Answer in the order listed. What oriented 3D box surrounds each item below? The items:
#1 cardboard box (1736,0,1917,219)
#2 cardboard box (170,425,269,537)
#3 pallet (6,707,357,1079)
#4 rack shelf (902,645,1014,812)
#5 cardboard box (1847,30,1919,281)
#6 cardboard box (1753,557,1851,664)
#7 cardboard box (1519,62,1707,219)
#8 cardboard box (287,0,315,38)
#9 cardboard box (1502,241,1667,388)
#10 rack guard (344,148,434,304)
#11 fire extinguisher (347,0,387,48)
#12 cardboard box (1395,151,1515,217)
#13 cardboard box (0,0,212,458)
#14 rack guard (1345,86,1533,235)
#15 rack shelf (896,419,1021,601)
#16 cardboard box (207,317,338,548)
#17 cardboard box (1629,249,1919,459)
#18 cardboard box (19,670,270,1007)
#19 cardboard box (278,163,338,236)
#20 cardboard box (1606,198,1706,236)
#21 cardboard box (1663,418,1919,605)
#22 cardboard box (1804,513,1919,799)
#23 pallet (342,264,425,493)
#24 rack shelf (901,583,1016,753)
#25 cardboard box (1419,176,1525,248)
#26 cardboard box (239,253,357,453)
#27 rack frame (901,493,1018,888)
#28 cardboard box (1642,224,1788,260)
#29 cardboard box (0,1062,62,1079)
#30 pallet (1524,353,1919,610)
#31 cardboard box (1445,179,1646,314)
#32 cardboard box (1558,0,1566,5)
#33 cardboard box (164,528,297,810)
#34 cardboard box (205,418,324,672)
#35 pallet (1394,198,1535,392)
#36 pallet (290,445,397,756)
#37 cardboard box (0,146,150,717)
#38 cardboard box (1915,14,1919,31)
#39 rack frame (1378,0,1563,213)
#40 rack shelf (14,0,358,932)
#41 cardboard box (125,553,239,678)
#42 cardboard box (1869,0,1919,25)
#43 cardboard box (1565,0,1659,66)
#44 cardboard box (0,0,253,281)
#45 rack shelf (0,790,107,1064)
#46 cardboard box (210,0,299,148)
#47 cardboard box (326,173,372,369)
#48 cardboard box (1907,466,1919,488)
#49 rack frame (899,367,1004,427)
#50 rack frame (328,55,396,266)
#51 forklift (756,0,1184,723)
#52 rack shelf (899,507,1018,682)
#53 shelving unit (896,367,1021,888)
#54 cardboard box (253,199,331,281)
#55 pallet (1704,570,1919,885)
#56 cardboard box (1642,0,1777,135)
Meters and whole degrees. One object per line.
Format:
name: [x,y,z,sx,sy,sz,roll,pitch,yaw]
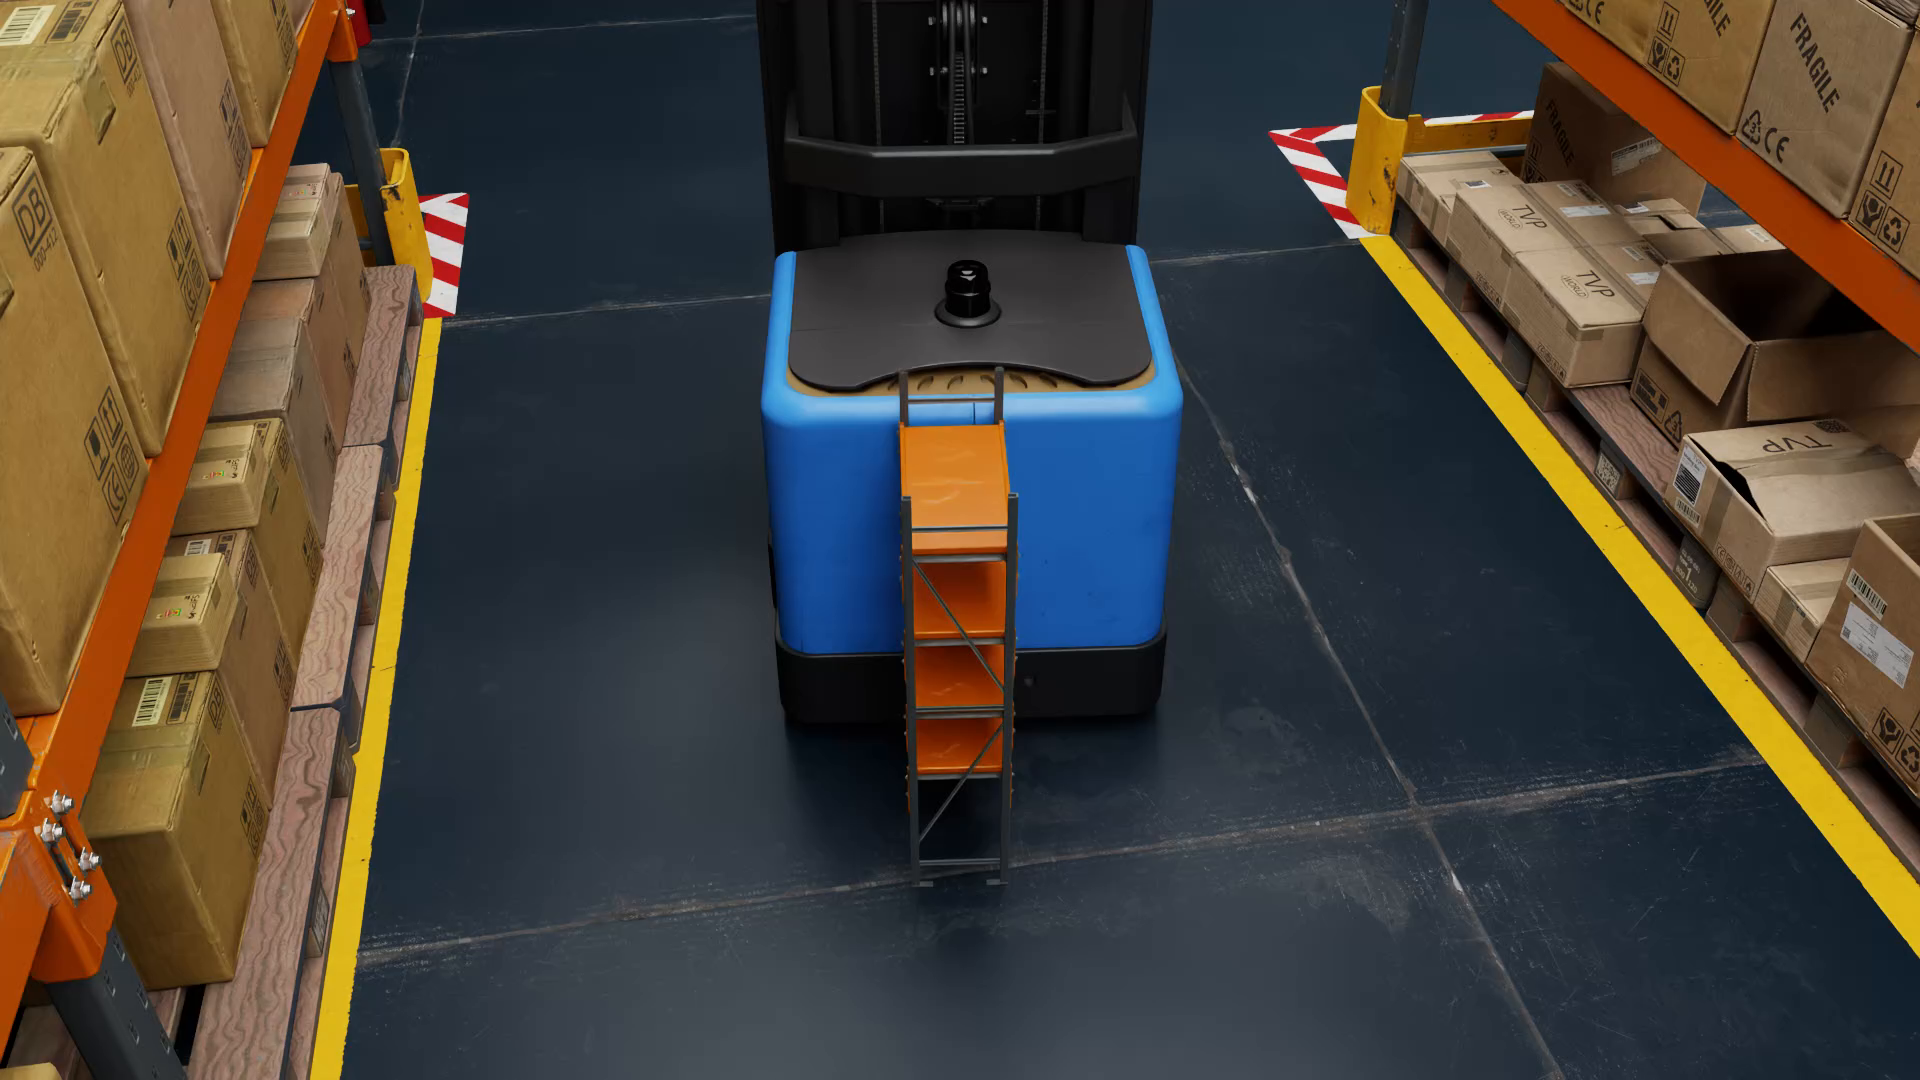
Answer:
cardboard box: [2.401,-1.171,4.230,0.500,0.500,0.500,-5,38,-7]
cardboard box: [-1.954,-0.140,4.151,0.380,0.149,0.250,-7,38,-9]
pallet: [-2.008,0.933,3.877,1.003,0.211,1.213,-6,38,-8]
rack shelf: [-0.010,0.445,4.133,0.258,0.148,0.480,-1,38,-2]
cardboard box: [2.493,-0.861,3.831,0.500,0.500,0.500,-5,38,-7]
cardboard box: [2.421,0.183,4.535,0.380,0.149,0.250,-6,38,-8]
cardboard box: [2.561,-1.536,6.461,0.500,0.500,0.500,-6,38,-8]
cardboard box: [-2.553,-1.928,5.042,0.980,0.700,0.700,-5,38,-6]
cardboard box: [2.215,-0.776,5.687,0.500,0.250,0.500,-6,38,-8]
rack guard: [-2.657,-1.144,6.315,1.175,0.500,0.348,-6,38,-8]
fire extinguisher: [-2.225,-2.079,5.849,0.296,0.674,0.183,-6,38,-8]
cardboard box: [1.959,-1.410,6.585,0.380,0.149,0.250,-6,38,-8]
cardboard box: [-2.153,-0.590,3.320,0.980,0.700,0.700,-7,38,-9]
rack guard: [2.237,-1.618,6.926,1.175,0.500,0.348,-6,38,-8]
rack shelf: [-0.010,-0.075,3.729,0.258,0.148,0.480,-1,38,-2]
cardboard box: [-2.255,-0.277,4.857,0.700,0.500,0.500,-7,38,-9]
cardboard box: [2.590,-0.558,5.199,0.797,0.503,0.637,-6,38,-8]
cardboard box: [-1.982,0.658,3.653,0.700,0.500,0.500,-6,38,-7]
cardboard box: [-2.230,-1.081,5.363,0.380,0.149,0.250,-7,38,-8]
cardboard box: [2.544,-1.150,6.236,0.380,0.166,0.250,-6,38,-8]
cardboard box: [2.414,-0.114,4.785,0.500,0.311,0.500,-6,38,-8]
cardboard box: [2.546,0.264,4.144,0.500,0.500,0.500,-6,38,-8]
pallet: [-2.435,-0.541,5.774,1.003,0.211,1.213,-6,38,-8]
rack shelf: [-0.010,0.288,4.011,0.258,0.148,0.480,-1,38,-2]
cardboard box: [2.003,-1.266,6.385,0.380,0.166,0.250,-6,38,-8]
cardboard box: [-2.344,-0.581,5.248,0.700,0.500,0.500,-6,38,-8]
rack frame: [0.000,0.384,3.777,0.240,1.200,0.015,-1,38,-2]
cardboard box: [2.698,-0.860,5.795,0.500,0.250,0.500,-6,38,-8]
cardboard box: [-1.709,1.361,2.463,0.750,0.750,0.750,-6,38,-7]
pallet: [2.588,-0.288,5.448,1.003,0.211,1.213,-6,38,-8]
cardboard box: [2.127,-1.078,6.076,0.500,0.250,0.500,-6,38,-8]
cardboard box: [2.137,-2.084,5.405,0.500,0.500,0.500,-7,38,-8]
cardboard box: [-2.066,0.354,4.044,0.700,0.500,0.500,-7,38,-8]
cardboard box: [-2.154,0.044,4.443,0.700,0.500,0.500,-5,38,-7]
pallet: [2.378,-1.023,6.395,1.003,0.211,1.213,-6,38,-8]
pallet: [-2.225,0.195,4.827,1.003,0.211,1.213,-6,38,-8]
cardboard box: [-2.030,-0.148,2.751,0.980,0.700,0.700,-6,38,-7]
cardboard box: [2.489,-1.257,3.526,0.500,0.500,0.500,-7,38,-9]
rack frame: [2.224,-2.652,6.218,1.000,3.000,0.127,-6,38,-8]
rack shelf: [-2.302,-0.624,4.195,1.077,0.370,4.000,-6,38,-8]
cardboard box: [-1.862,0.175,3.746,0.380,0.149,0.250,-5,38,-6]
cardboard box: [2.401,-1.561,3.918,0.500,0.500,0.500,-6,38,-8]
cardboard box: [2.223,-1.780,5.015,0.500,0.500,0.500,-6,38,-8]
cardboard box: [-2.290,-1.028,3.884,0.980,0.700,0.700,-8,39,-10]
rack shelf: [-1.601,1.792,1.085,1.077,0.370,4.000,-6,38,-8]
cardboard box: [-2.415,-1.490,4.478,0.980,0.700,0.700,-7,38,-8]
cardboard box: [-2.431,-0.883,5.637,0.700,0.500,0.500,-6,38,-8]
cardboard box: [2.903,-0.089,4.870,0.380,0.166,0.250,-6,38,-8]
rack frame: [-0.020,0.085,4.162,0.240,1.200,0.015,-1,38,-2]
rack frame: [-2.653,-2.116,5.529,1.000,3.000,0.127,-6,38,-8]
forklift: [-0.025,-1.543,4.847,1.130,2.935,3.031,-1,38,-2]
rack shelf: [-0.010,0.111,3.874,0.258,0.148,0.480,-1,38,-2]
shelving unit: [-0.010,0.235,3.970,0.258,1.200,0.503,-1,38,-2]
cardboard box: [-2.184,-0.927,5.165,0.380,0.149,0.250,-5,38,-7]
pallet: [2.805,0.451,4.498,1.003,0.211,1.213,-6,38,-8]
cardboard box: [2.309,-1.478,4.626,0.500,0.500,0.500,-6,38,-7]
